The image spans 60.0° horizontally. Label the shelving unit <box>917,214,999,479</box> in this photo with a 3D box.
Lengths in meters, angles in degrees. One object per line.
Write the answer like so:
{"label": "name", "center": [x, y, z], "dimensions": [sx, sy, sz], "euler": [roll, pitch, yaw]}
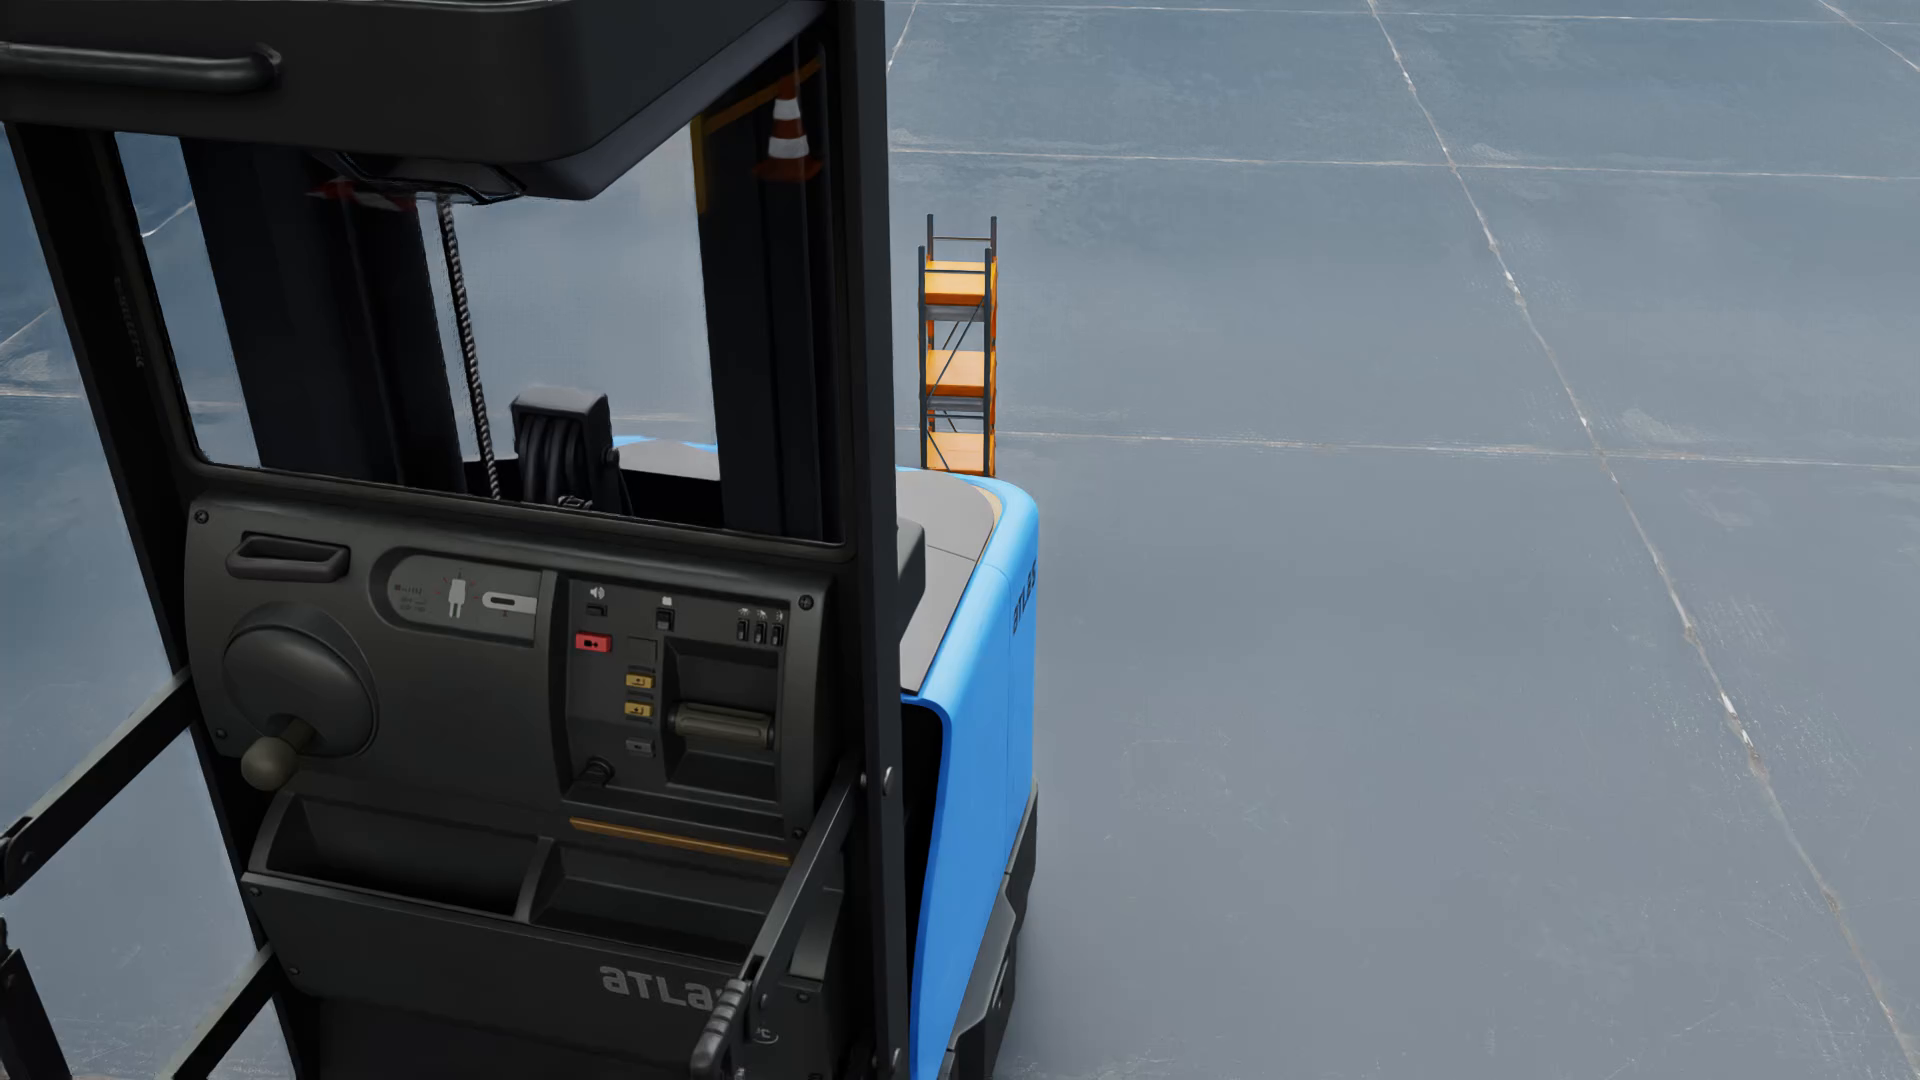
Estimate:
{"label": "shelving unit", "center": [-0.004, -0.419, 4.929], "dimensions": [0.215, 1.050, 0.252], "euler": [2, 32, 4]}

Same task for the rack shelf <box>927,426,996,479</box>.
{"label": "rack shelf", "center": [-0.004, -0.173, 5.081], "dimensions": [0.215, 0.259, 0.240], "euler": [2, 32, 4]}

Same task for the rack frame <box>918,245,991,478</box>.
{"label": "rack frame", "center": [-0.014, -0.355, 4.826], "dimensions": [0.200, 1.050, 0.008], "euler": [2, 32, 4]}

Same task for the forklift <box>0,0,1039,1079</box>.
{"label": "forklift", "center": [-0.679, 0.234, 2.076], "dimensions": [1.130, 2.935, 3.031], "euler": [7, 32, 12]}

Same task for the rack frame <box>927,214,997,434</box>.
{"label": "rack frame", "center": [0.006, -0.483, 5.033], "dimensions": [0.200, 1.050, 0.008], "euler": [2, 32, 4]}

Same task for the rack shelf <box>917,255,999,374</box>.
{"label": "rack shelf", "center": [-0.004, -0.652, 4.786], "dimensions": [0.215, 0.259, 0.240], "euler": [2, 32, 4]}

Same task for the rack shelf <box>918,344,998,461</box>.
{"label": "rack shelf", "center": [-0.004, -0.410, 4.935], "dimensions": [0.215, 0.259, 0.240], "euler": [2, 32, 4]}
